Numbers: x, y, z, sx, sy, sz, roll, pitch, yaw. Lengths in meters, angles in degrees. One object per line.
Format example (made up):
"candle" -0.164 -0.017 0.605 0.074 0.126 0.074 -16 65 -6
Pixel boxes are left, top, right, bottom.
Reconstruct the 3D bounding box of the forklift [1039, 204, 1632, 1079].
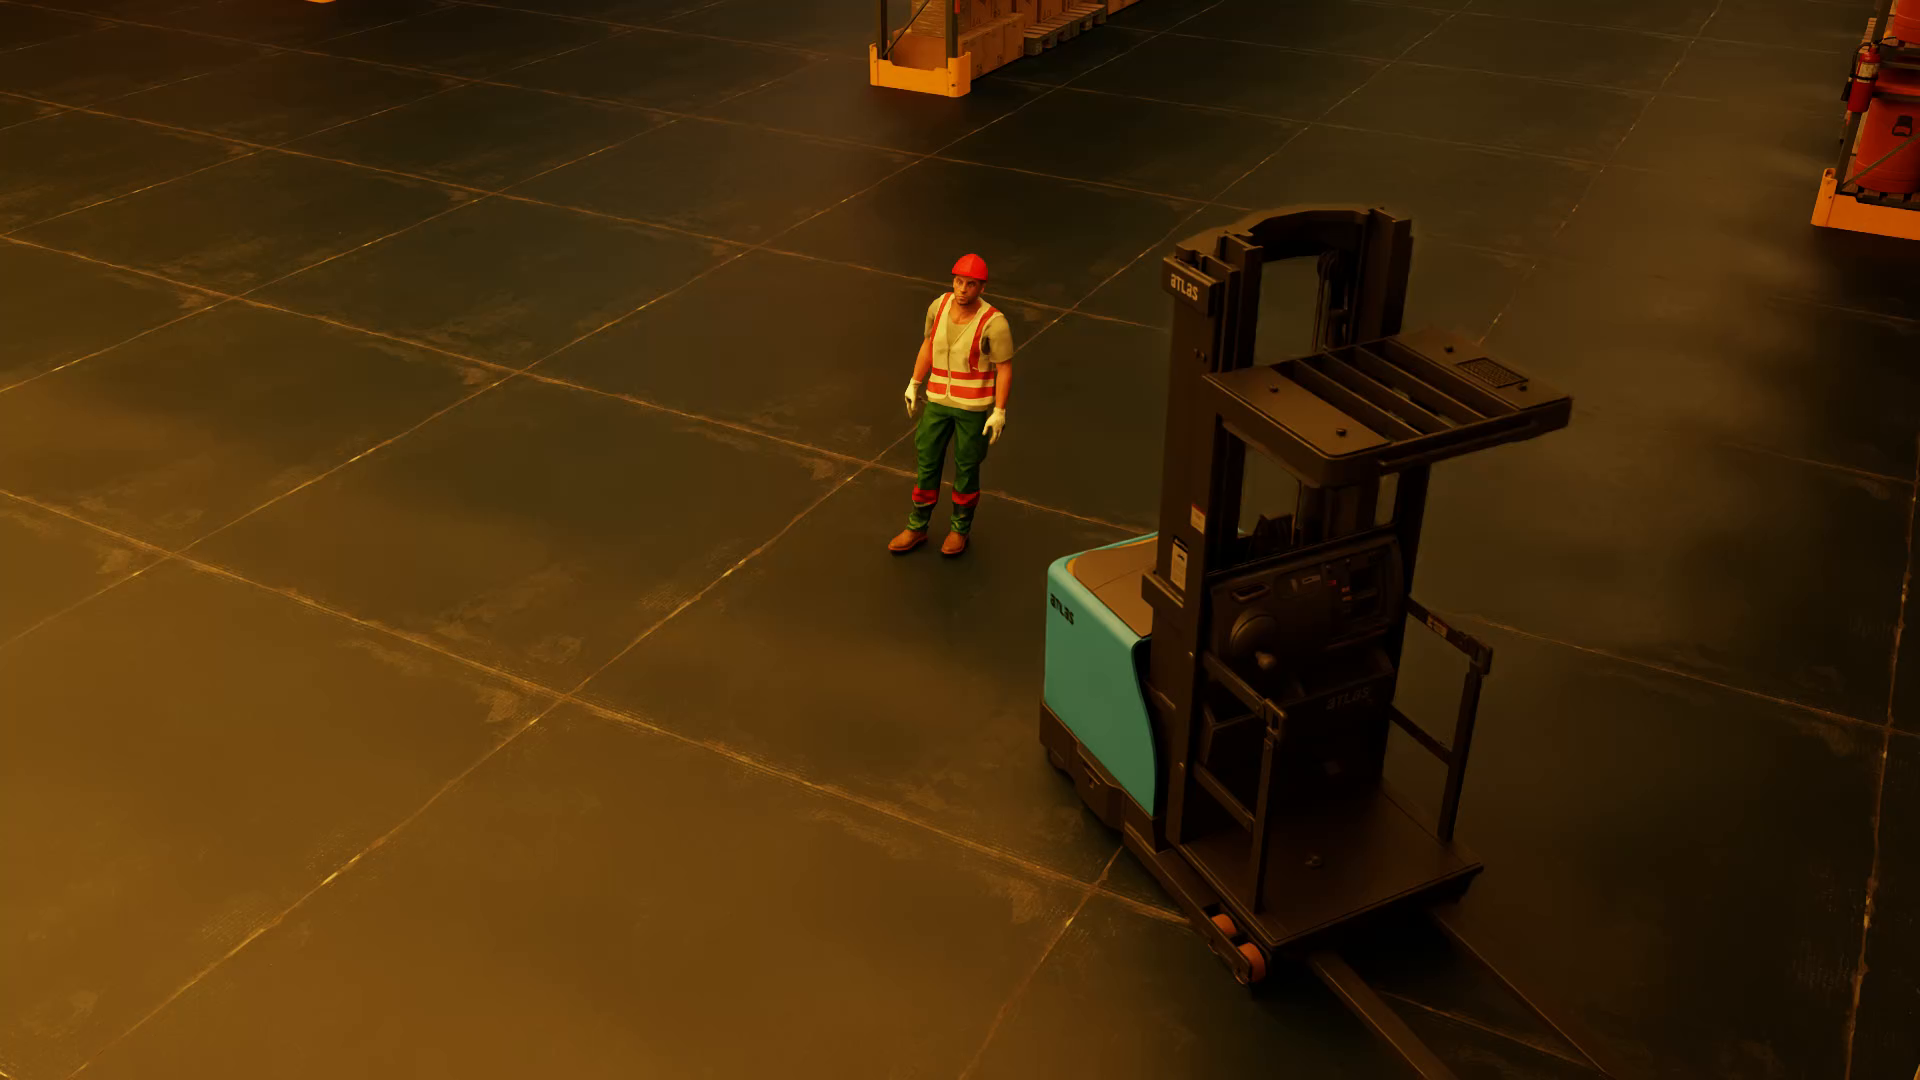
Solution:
"forklift" 1.502 0.302 6.547 1.130 2.935 3.031 -14 33 -23

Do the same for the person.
"person" -0.049 -0.749 9.496 0.638 1.787 0.564 15 33 25
